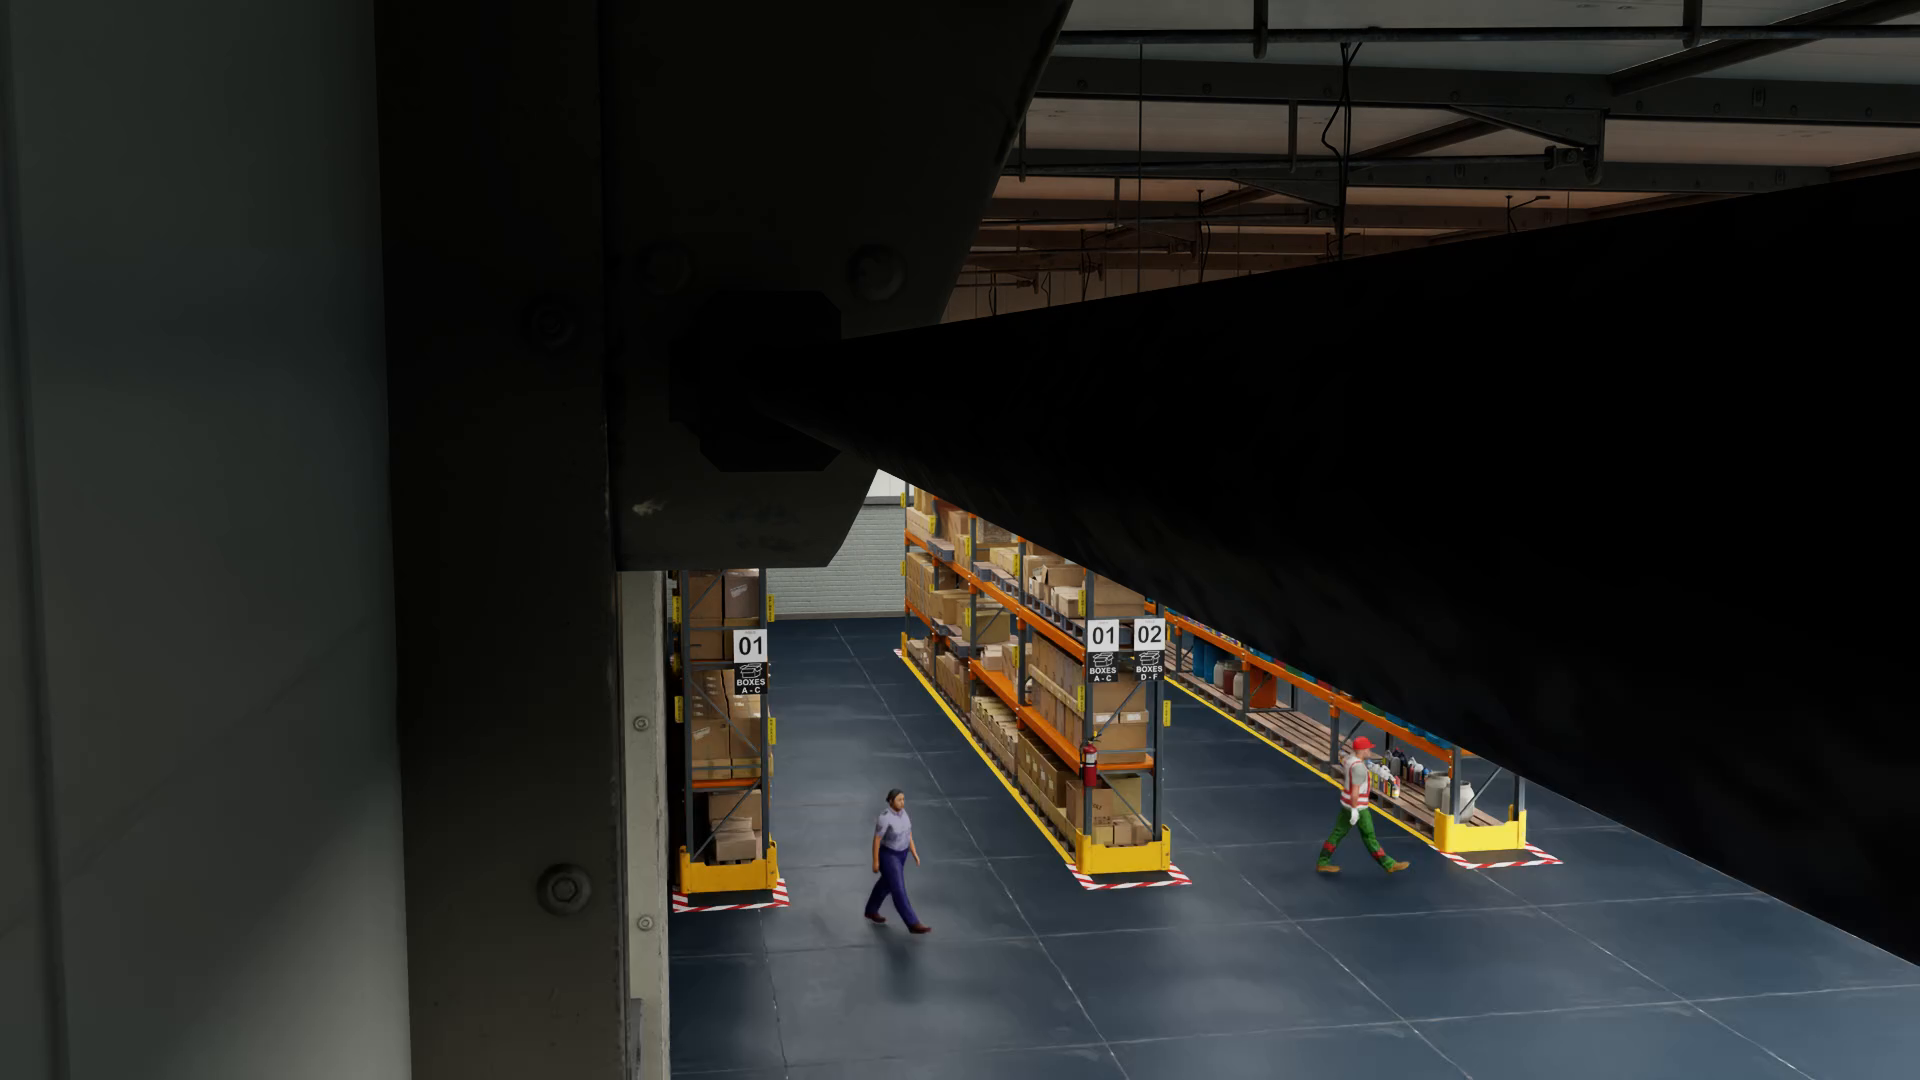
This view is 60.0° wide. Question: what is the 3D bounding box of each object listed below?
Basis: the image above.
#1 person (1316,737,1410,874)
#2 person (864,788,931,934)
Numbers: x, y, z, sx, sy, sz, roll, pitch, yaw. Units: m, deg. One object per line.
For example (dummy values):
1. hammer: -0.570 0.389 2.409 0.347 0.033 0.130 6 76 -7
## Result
1. person: 5.011 3.301 20.738 1.090 1.712 0.569 -1 6 -8
2. person: -0.683 3.578 18.693 1.016 1.589 0.535 3 7 26
